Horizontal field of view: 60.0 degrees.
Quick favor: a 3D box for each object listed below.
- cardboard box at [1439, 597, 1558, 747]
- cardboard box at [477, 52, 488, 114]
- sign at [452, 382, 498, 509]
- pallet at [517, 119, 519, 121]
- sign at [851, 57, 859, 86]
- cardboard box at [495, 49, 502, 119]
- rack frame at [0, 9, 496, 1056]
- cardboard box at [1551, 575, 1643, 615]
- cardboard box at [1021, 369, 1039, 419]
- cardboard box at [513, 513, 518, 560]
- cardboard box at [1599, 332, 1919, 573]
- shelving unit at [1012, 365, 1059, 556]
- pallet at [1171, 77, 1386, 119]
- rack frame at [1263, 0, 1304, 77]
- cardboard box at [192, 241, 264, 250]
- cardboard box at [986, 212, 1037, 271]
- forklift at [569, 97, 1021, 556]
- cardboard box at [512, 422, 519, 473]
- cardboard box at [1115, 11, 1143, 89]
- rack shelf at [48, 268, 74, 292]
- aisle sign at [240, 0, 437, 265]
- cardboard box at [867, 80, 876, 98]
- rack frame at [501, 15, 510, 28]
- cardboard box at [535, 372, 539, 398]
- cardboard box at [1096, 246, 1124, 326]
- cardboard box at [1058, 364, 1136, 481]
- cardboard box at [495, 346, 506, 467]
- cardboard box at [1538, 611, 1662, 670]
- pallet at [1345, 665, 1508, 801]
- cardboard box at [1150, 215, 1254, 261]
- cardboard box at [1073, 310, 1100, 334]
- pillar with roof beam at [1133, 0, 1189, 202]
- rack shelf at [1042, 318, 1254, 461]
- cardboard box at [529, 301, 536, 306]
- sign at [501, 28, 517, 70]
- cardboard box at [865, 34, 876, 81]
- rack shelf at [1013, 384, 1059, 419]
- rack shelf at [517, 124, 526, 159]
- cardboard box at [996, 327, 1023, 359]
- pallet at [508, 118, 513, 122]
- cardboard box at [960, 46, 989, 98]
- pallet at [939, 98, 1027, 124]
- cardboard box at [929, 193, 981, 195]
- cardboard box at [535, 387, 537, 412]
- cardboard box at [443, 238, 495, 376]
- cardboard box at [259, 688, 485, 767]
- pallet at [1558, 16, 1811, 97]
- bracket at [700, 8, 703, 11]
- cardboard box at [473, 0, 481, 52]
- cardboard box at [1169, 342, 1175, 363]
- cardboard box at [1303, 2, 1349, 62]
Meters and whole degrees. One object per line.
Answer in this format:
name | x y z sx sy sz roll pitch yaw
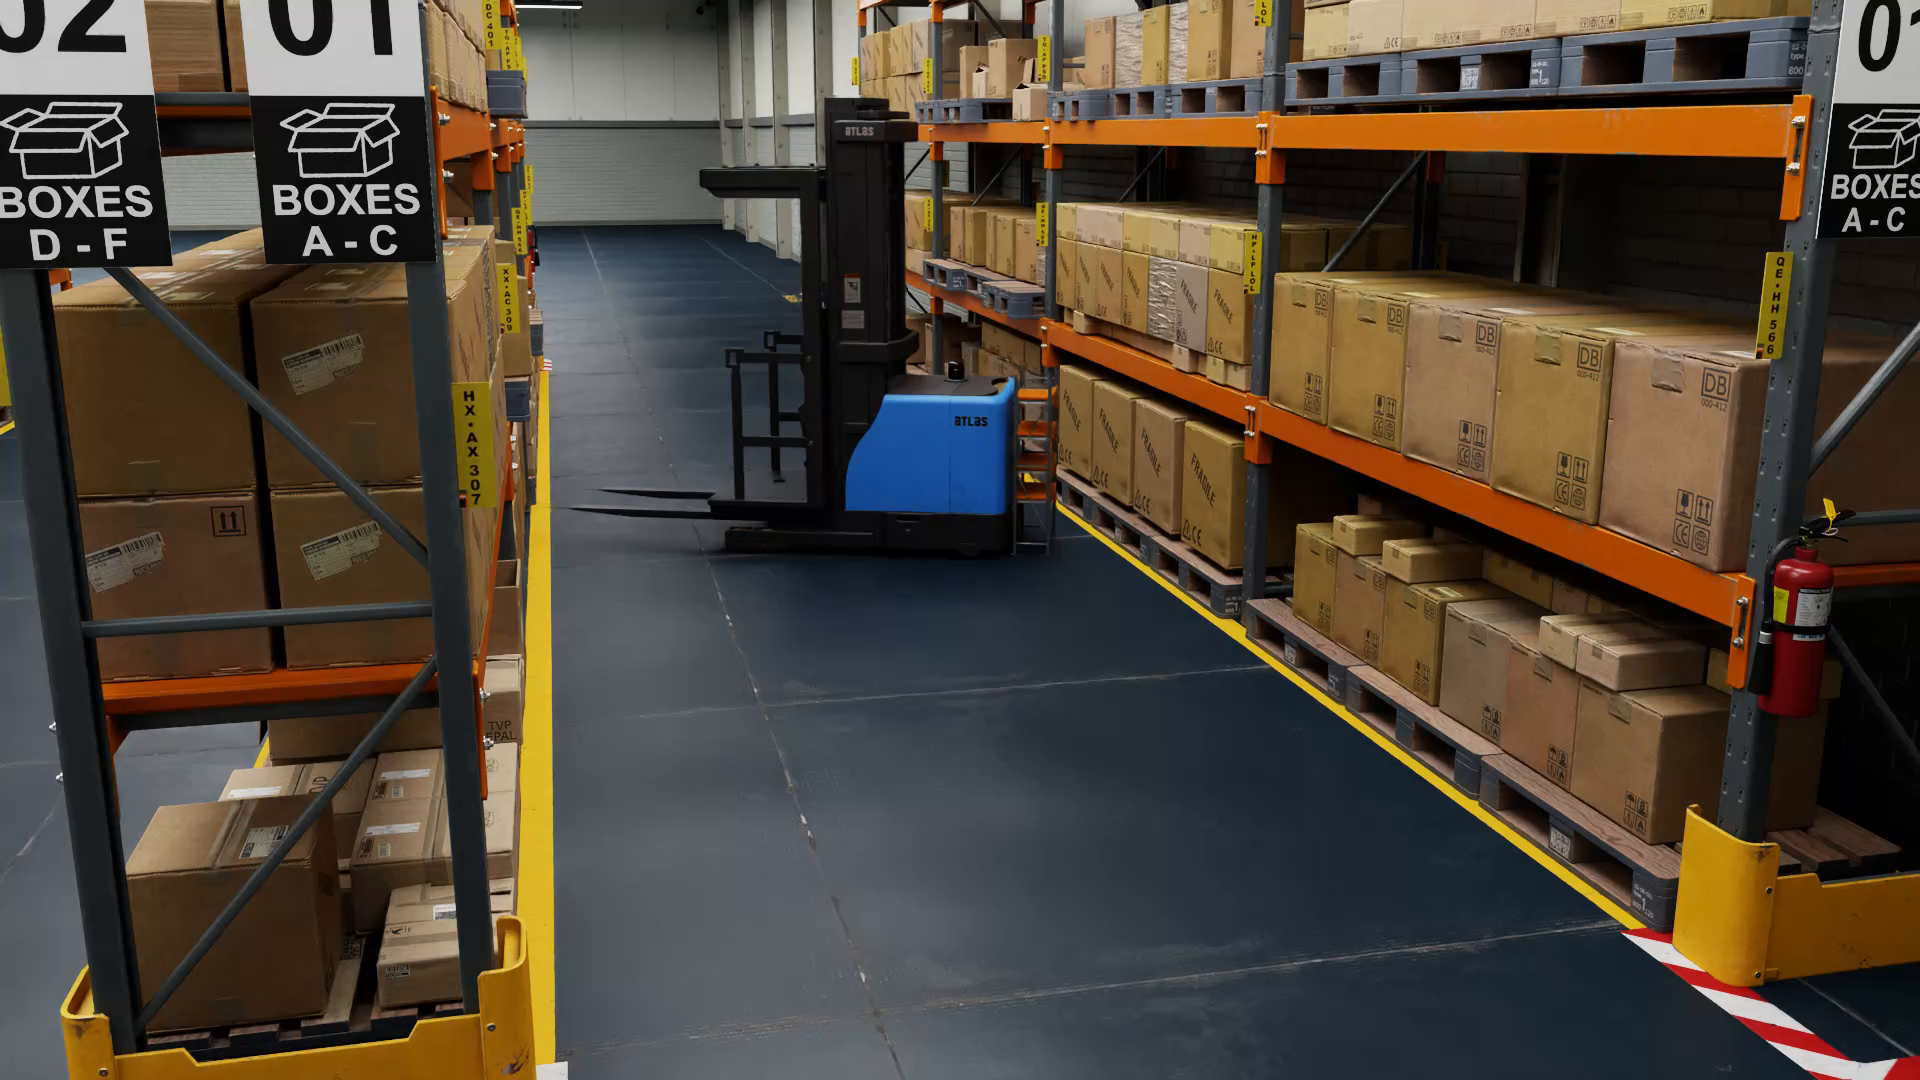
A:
cardboard box | 2.538 0.554 7.219 0.700 0.500 0.500 -4 14 -15
cardboard box | -2.345 -2.001 7.294 0.500 0.250 0.500 -3 14 -13
sign | -1.251 -0.242 4.275 0.100 0.325 0.005 -3 14 -13
pallet | -5.395 -4.732 18.342 1.003 0.211 1.213 -3 14 -13
sign | -1.249 -5.611 19.912 0.100 0.325 0.005 -3 14 -13
cardboard box | -3.402 -2.926 10.554 0.910 0.500 0.500 -3 14 -13
rack frame | -1.778 0.208 4.253 1.000 3.000 0.127 -3 14 -13
cardboard box | 2.759 0.255 7.077 0.380 0.149 0.250 -3 14 -12
cardboard box | 0.929 -1.202 14.367 0.700 0.500 0.500 -3 14 -13
cardboard box | -2.595 0.161 8.787 0.500 0.500 0.500 -4 14 -16
cardboard box | 2.906 -0.331 5.831 0.980 0.700 0.700 -3 14 -11
shelving unit | 0.505 -0.537 11.098 0.258 1.200 0.503 2 14 8
pallet | 1.833 -2.564 9.685 0.805 0.209 1.217 -4 14 -15
rack frame | 2.096 -3.906 8.452 1.000 3.000 0.127 -3 14 -13
cardboard box | -2.639 -0.887 6.418 0.500 0.500 0.500 -4 14 -15
cardboard box | 0.613 -2.700 15.022 0.700 0.500 0.500 -1 14 -5
forklift | -1.130 -1.454 11.203 3.031 2.935 1.130 2 14 8
cardboard box | -2.948 -0.550 10.116 0.500 0.250 0.500 -4 14 -14
cardboard box | 1.502 -3.405 11.588 0.700 0.500 0.500 -4 14 -16
rack shelf | -9.882 -2.397 16.432 1.077 0.370 4.000 -3 14 -13
aisle sign | -1.477 -1.055 3.947 0.394 0.787 0.004 -3 14 -13
cardboard box | -0.795 -5.058 19.237 0.500 0.500 0.500 -2 14 -9
rack frame | -4.597 -5.474 14.873 1.000 3.000 0.127 -3 14 -13
cardboard box | -4.411 -1.552 16.368 0.500 0.250 0.500 -3 14 -13
cardboard box | 1.252 -1.755 11.409 0.500 0.500 0.500 -3 14 -13
cardboard box | 1.202 -0.897 12.422 0.750 0.750 0.750 -3 14 -14
cardboard box | -2.229 -0.543 7.119 0.500 0.500 0.500 -3 14 -12
cardboard box | 2.506 0.392 6.516 0.380 0.149 0.250 -3 14 -12
pallet | 2.489 0.825 7.605 1.003 0.211 1.213 -3 14 -13
cardboard box | 1.508 -1.888 10.375 0.500 0.250 0.500 -3 14 -12
cardboard box | 1.040 -1.588 12.095 0.380 0.149 0.250 -3 14 -11
pillar with roof beam | -2.492 -4.936 12.672 9.100 9.000 0.400 -3 14 -13
rack shelf | 1.627 -1.103 11.138 1.077 0.370 4.000 -3 14 -13
cardboard box | -4.756 -2.263 17.697 0.500 0.500 0.500 -3 14 -13
sign | -3.129 -3.375 11.512 0.100 0.325 0.005 -3 14 -13
cardboard box | -0.799 -5.540 19.102 0.500 0.500 0.500 -3 14 -14
rack shelf | 0.505 -0.919 11.004 0.258 0.148 0.480 2 14 8
rack shelf | -5.066 -4.129 17.202 1.077 0.370 4.000 -3 14 -13
cardboard box | 0.639 -1.810 15.277 0.500 0.250 0.500 -4 14 -15
pallet | -3.903 -3.154 12.094 1.213 0.211 1.003 -3 14 -11
cardboard box | 0.268 -4.416 15.766 0.500 0.500 0.500 -1 14 -5
pallet | 0.506 -3.815 14.799 1.213 0.211 1.003 -3 14 -13
cardboard box | -0.052 -3.612 18.585 0.500 0.500 0.500 -3 14 -12
cardboard box | -4.217 -1.349 15.536 0.500 0.250 0.500 -3 14 -14
cardboard box | -2.106 -0.912 6.522 0.500 0.500 0.500 -3 14 -13
cardboard box | -2.272 0.718 6.502 0.797 0.503 0.637 -3 14 -13
pallet | 2.851 -1.653 5.740 1.003 0.211 1.213 -3 14 -13
bracket | -7.623 -15.716 49.211 0.076 0.066 3.189 -3 14 -13
cardboard box | -2.225 -2.129 6.763 0.500 0.250 0.500 -3 14 -13
cardboard box | 1.531 -1.178 10.416 0.380 0.149 0.250 -3 14 -13
cardboard box | 2.003 -2.454 8.052 0.500 0.250 0.500 -3 14 -13
